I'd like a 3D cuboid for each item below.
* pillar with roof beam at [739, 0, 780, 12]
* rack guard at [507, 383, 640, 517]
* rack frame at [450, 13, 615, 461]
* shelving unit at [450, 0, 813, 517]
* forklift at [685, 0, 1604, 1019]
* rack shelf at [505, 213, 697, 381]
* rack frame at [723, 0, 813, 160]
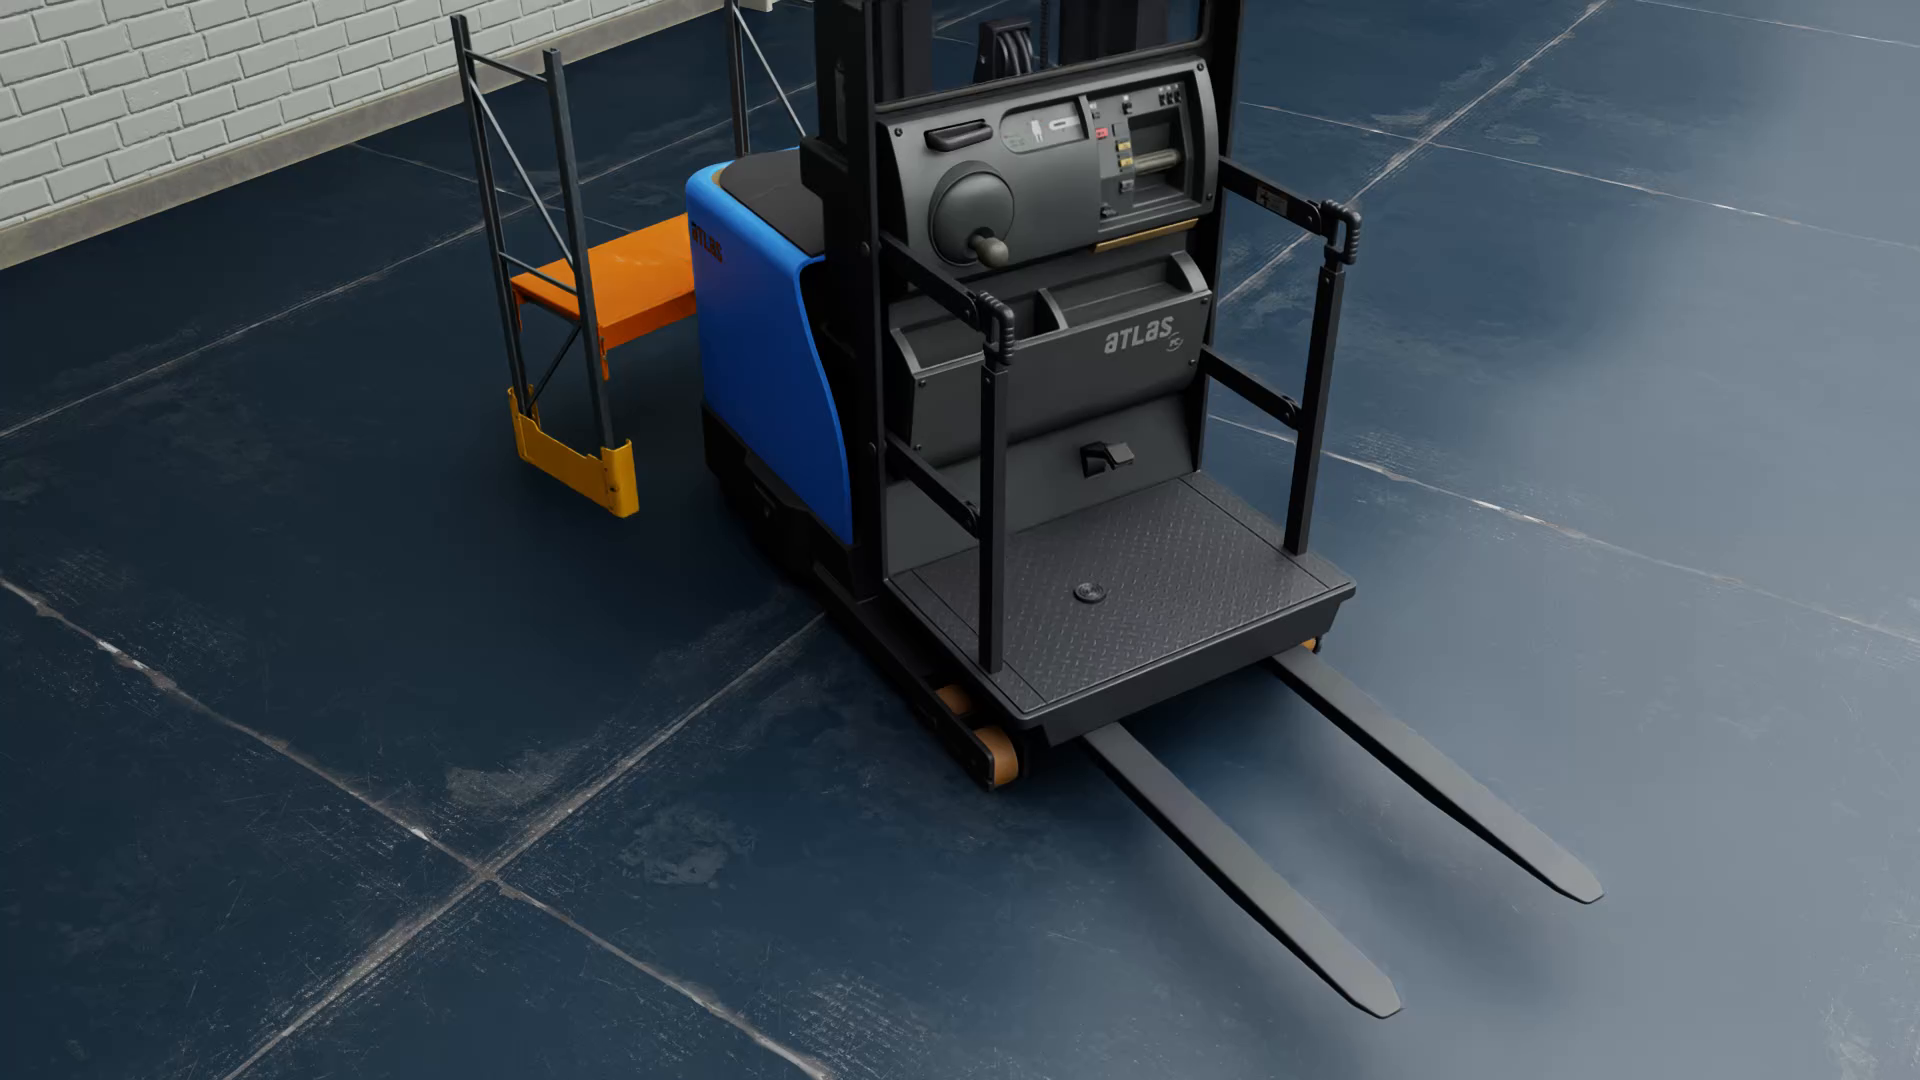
[{"bbox_3d":[2.373,-5.635,5.550,9.100,9.000,0.400,21,39,28],"label":"pillar with roof beam"},{"bbox_3d":[-1.274,-0.300,5.471,0.587,0.250,0.087,28,43,34],"label":"rack guard"},{"bbox_3d":[-1.287,-0.810,5.109,0.500,1.500,0.032,28,43,34],"label":"rack frame"},{"bbox_3d":[-0.935,-1.022,5.423,0.587,1.500,1.083,28,43,34],"label":"shelving unit"},{"bbox_3d":[0.359,-0.870,3.920,1.130,2.935,3.031,-19,38,-26],"label":"forklift"},{"bbox_3d":[-0.941,-0.869,5.518,0.538,0.185,1.000,28,43,34],"label":"rack shelf"},{"bbox_3d":[-0.594,-1.227,5.725,0.500,1.500,0.032,28,43,34],"label":"rack frame"}]
